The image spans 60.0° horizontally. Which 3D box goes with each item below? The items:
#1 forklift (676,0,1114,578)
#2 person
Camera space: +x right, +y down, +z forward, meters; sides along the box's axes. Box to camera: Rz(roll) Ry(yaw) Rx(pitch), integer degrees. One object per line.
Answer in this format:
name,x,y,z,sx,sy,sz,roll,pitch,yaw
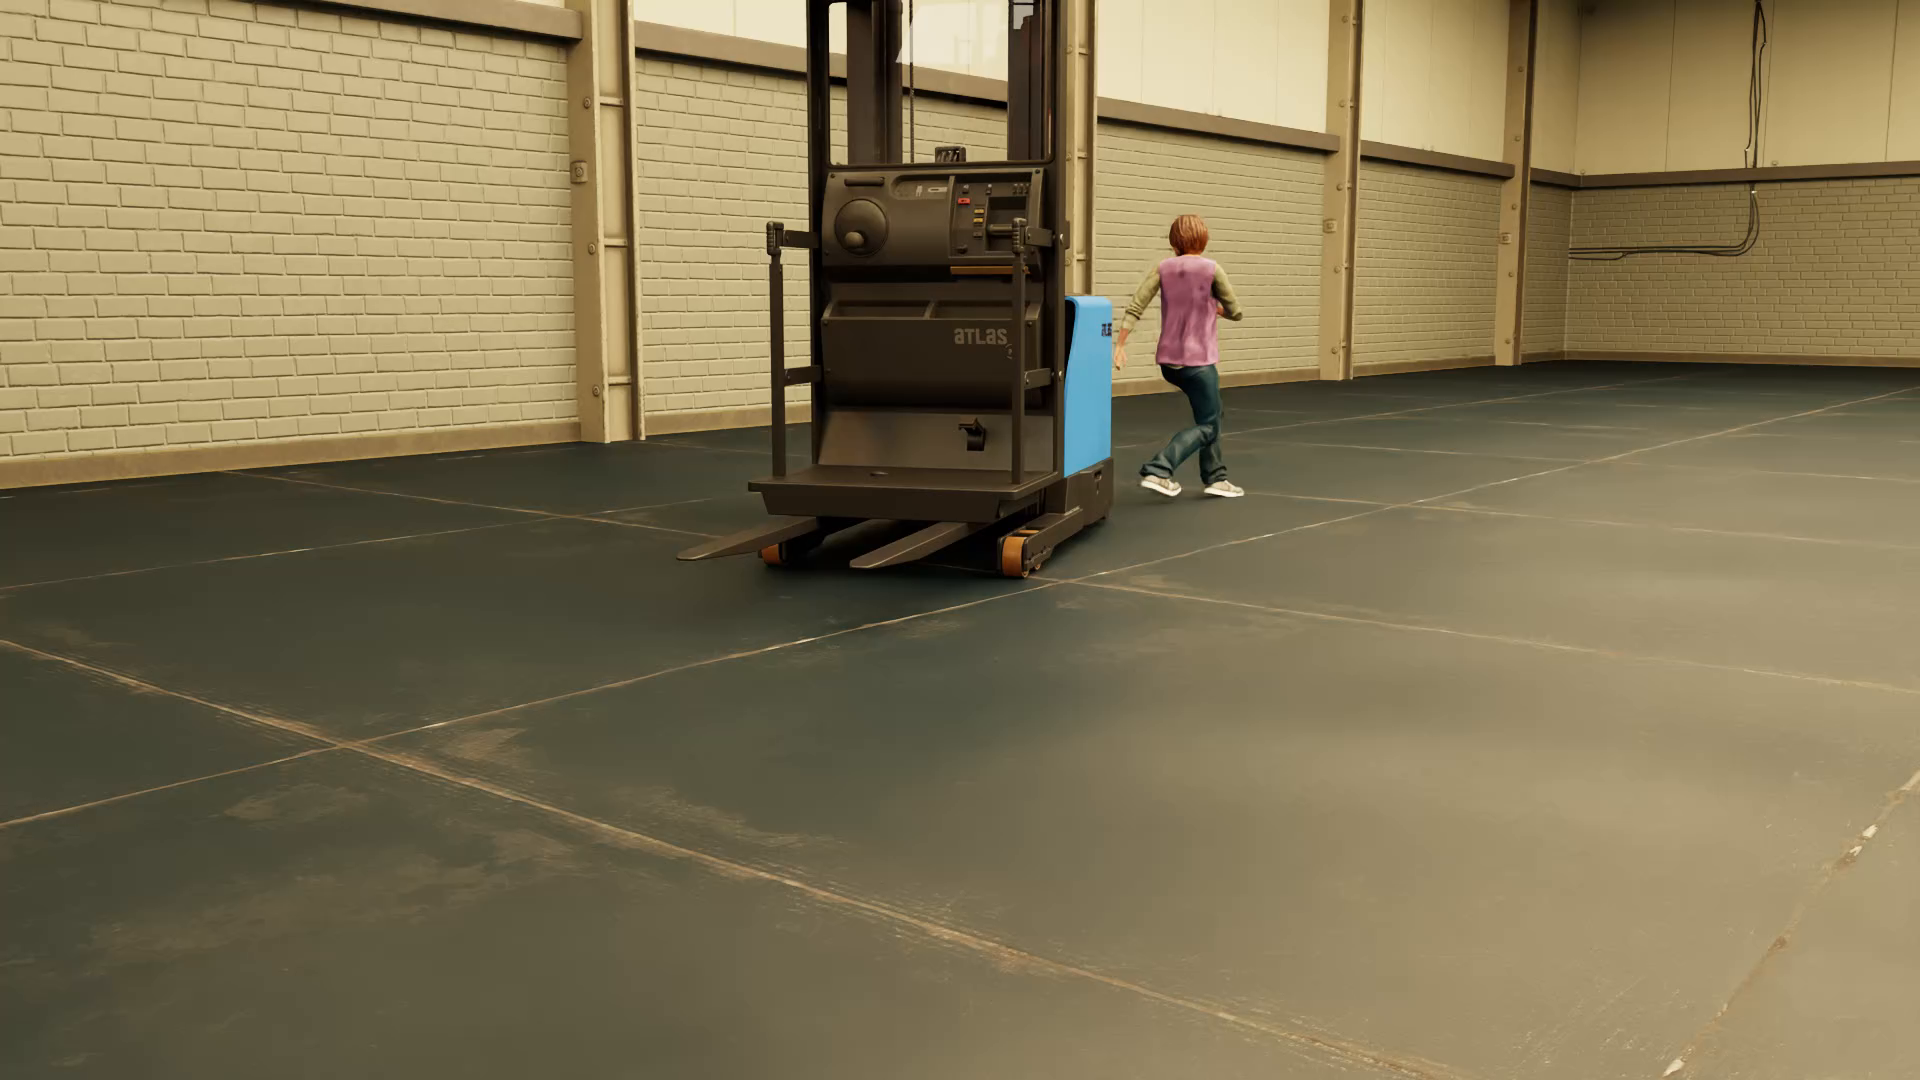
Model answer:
forklift,-0.176,-1.366,6.616,1.130,2.935,3.031,3,9,17
person,1.211,-0.953,8.801,0.796,1.514,0.439,-7,11,-40
